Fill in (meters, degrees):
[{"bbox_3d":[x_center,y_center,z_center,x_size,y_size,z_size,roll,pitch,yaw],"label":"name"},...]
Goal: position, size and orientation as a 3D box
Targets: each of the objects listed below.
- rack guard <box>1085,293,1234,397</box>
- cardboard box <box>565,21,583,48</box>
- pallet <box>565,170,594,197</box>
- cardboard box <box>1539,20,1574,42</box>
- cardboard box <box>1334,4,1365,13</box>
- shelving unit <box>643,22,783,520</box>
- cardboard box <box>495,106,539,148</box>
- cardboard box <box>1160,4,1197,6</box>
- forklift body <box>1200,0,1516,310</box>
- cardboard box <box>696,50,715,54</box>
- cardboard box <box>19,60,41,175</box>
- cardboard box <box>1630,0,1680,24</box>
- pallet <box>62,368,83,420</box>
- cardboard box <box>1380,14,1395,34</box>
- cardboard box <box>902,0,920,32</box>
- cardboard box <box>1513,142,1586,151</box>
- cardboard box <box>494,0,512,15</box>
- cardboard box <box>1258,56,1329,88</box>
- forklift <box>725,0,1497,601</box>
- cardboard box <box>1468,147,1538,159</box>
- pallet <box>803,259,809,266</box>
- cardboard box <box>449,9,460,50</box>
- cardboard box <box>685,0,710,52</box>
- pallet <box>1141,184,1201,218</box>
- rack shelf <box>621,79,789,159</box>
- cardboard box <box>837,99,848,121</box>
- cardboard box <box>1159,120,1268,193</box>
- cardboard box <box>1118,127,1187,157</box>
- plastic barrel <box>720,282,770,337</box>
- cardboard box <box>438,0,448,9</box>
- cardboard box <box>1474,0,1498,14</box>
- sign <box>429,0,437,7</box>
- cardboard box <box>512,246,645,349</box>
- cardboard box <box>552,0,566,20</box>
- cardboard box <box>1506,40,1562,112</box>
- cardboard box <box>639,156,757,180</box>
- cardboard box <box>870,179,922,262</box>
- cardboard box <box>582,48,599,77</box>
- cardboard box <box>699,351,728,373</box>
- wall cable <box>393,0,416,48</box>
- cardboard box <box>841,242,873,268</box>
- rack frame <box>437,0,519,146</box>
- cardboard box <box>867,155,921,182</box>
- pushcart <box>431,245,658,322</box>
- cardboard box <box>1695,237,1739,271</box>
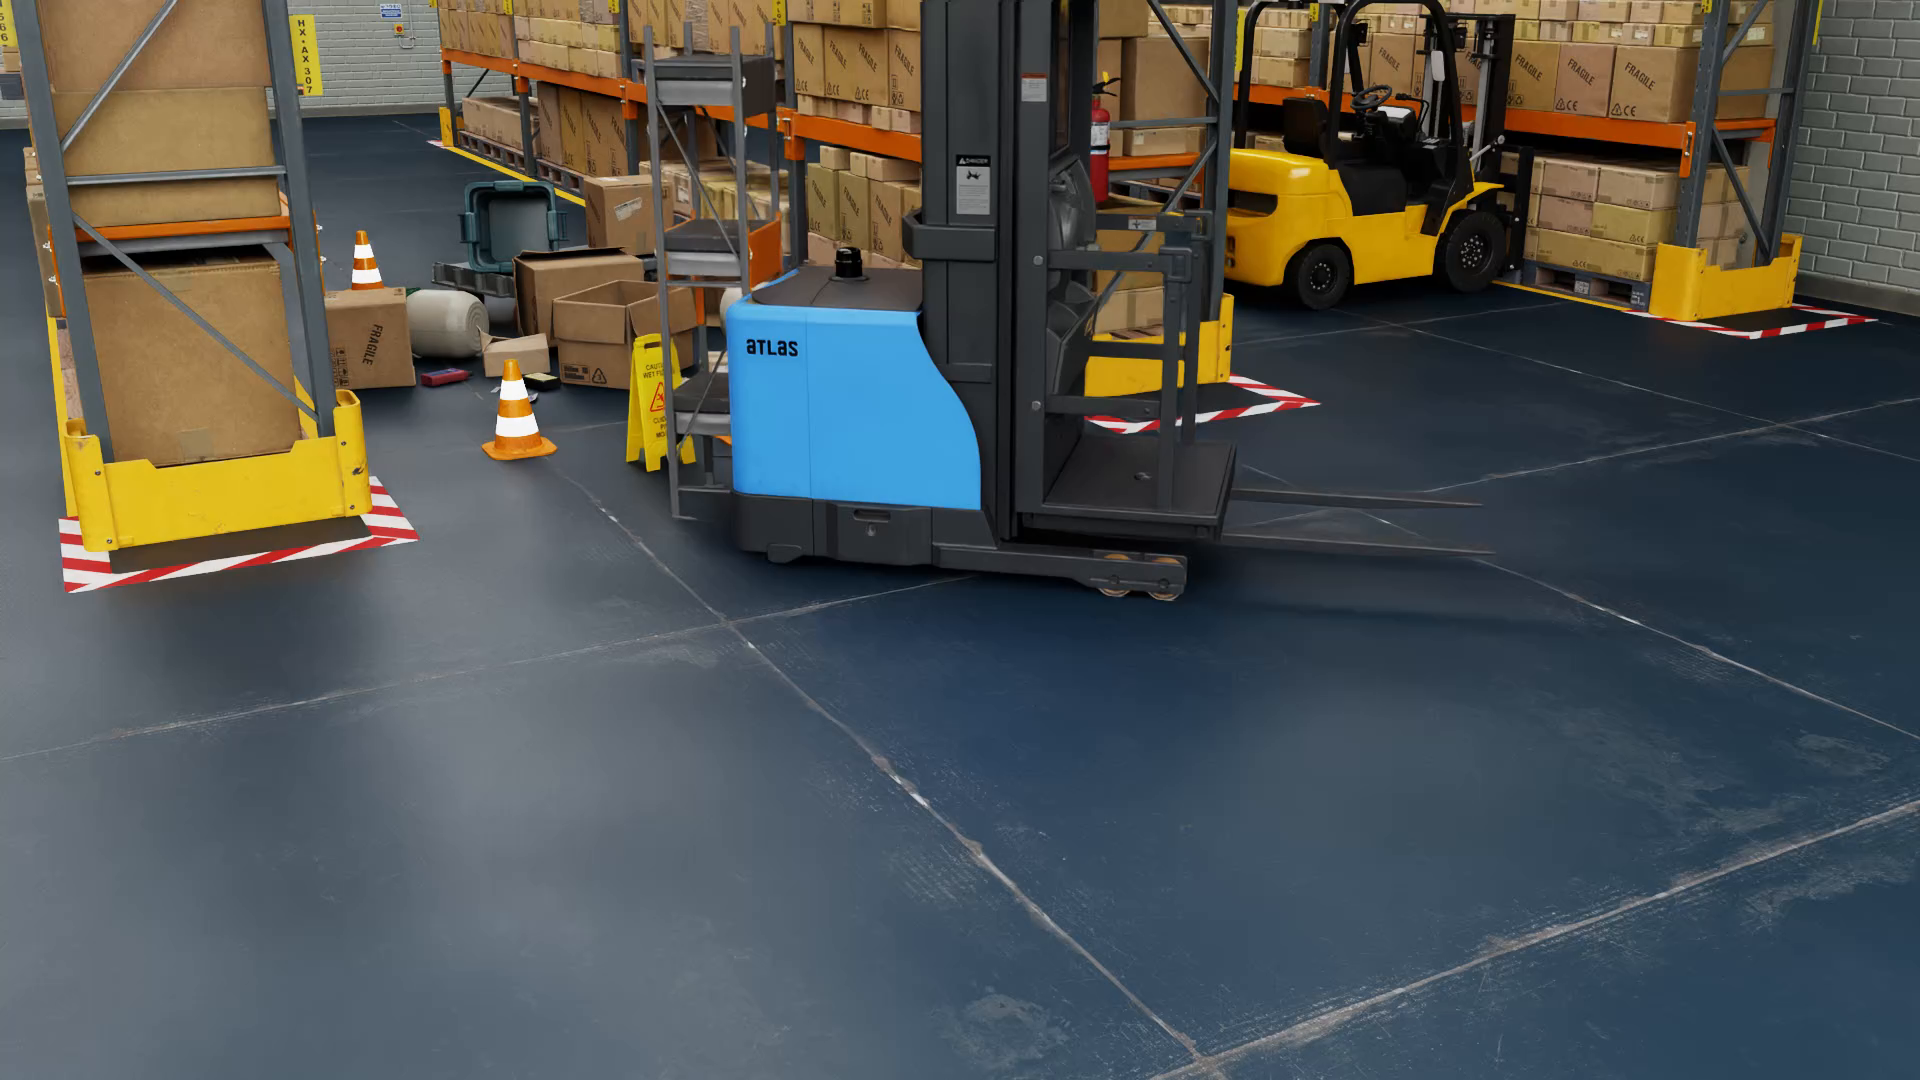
[{"bbox_3d":[1.031,-1.142,9.676,1.175,0.500,0.348,-10,21,-27],"label":"rack guard"},{"bbox_3d":[-3.693,-5.154,16.934,0.500,0.250,0.500,-11,22,-28],"label":"cardboard box"},{"bbox_3d":[-3.615,-3.868,18.018,1.003,0.211,1.213,-10,21,-27],"label":"pallet"},{"bbox_3d":[4.530,-3.777,12.331,0.380,0.149,0.250,-11,22,-28],"label":"cardboard box"},{"bbox_3d":[3.425,-4.577,14.195,0.380,0.149,0.250,-10,21,-26],"label":"cardboard box"},{"bbox_3d":[-1.040,-1.156,7.263,0.431,2.100,0.503,3,19,9],"label":"shelving unit"},{"bbox_3d":[-5.260,-5.188,20.852,0.875,0.438,0.875,-11,22,-28],"label":"cardboard box"},{"bbox_3d":[2.260,-5.519,17.379,0.380,0.149,0.250,-10,21,-27],"label":"cardboard box"},{"bbox_3d":[2.928,-2.933,12.333,2.313,2.155,1.214,-10,21,-27],"label":"forklift body"},{"bbox_3d":[-2.016,-4.085,14.113,0.380,0.149,0.250,-9,21,-25],"label":"cardboard box"},{"bbox_3d":[-4.521,-2.294,8.951,0.875,0.550,0.550,-10,21,-27],"label":"cardboard box"},{"bbox_3d":[4.934,-3.703,11.660,0.380,0.149,0.250,-10,21,-27],"label":"cardboard box"},{"bbox_3d":[-4.265,-0.756,8.997,1.003,0.211,1.213,-10,21,-27],"label":"pallet"},{"bbox_3d":[3.727,-4.298,13.839,0.380,0.149,0.250,-10,21,-27],"label":"cardboard box"},{"bbox_3d":[0.066,-3.353,10.106,0.700,0.500,0.500,-10,22,-27],"label":"cardboard box"},{"bbox_3d":[4.667,-3.047,13.402,0.500,0.250,0.500,-10,22,-28],"label":"cardboard box"},{"bbox_3d":[-5.098,-6.360,19.277,0.500,0.500,0.500,-10,21,-27],"label":"cardboard box"},{"bbox_3d":[3.065,-4.254,15.090,0.500,0.250,0.500,-9,21,-25],"label":"cardboard box"},{"bbox_3d":[0.632,-1.340,6.520,3.031,2.935,1.130,4,19,12],"label":"forklift"},{"bbox_3d":[4.211,-2.963,13.158,0.500,0.250,0.500,-10,22,-28],"label":"cardboard box"},{"bbox_3d":[-0.482,-1.945,12.444,1.003,0.211,1.213,-10,21,-27],"label":"pallet"},{"bbox_3d":[-6.290,-6.619,21.563,0.500,0.500,0.500,-10,22,-27],"label":"cardboard box"},{"bbox_3d":[-1.979,-4.375,13.960,0.500,0.500,0.500,-11,22,-29],"label":"cardboard box"},{"bbox_3d":[2.567,-3.458,16.830,1.003,0.211,1.213,-10,21,-27],"label":"pallet"},{"bbox_3d":[-1.782,-3.685,14.314,1.077,0.370,4.000,-10,21,-27],"label":"rack shelf"},{"bbox_3d":[-0.646,-3.056,11.773,0.380,0.149,0.250,-10,21,-27],"label":"cardboard box"},{"bbox_3d":[2.556,-3.884,16.785,0.875,0.625,0.625,-11,22,-29],"label":"cardboard box"},{"bbox_3d":[1.088,-2.313,9.621,0.380,0.149,0.250,-10,21,-26],"label":"cardboard box"},{"bbox_3d":[-1.246,-1.443,10.664,0.512,0.421,0.421,4,19,11],"label":"plastic barrel"},{"bbox_3d":[-6.553,-7.233,21.809,0.500,0.500,0.500,-11,22,-28],"label":"cardboard box"},{"bbox_3d":[4.240,-4.151,12.959,0.380,0.149,0.250,-10,21,-26],"label":"cardboard box"},{"bbox_3d":[-7.022,-7.258,22.117,0.100,0.325,0.005,-10,21,-27],"label":"sign"},{"bbox_3d":[-2.446,-1.566,10.689,0.797,0.637,0.503,-10,21,-27],"label":"cardboard box"},{"bbox_3d":[-3.922,-5.663,17.257,0.500,0.500,0.500,-10,22,-28],"label":"cardboard box"},{"bbox_3d":[4.487,-3.517,12.573,0.500,0.500,0.500,-10,22,-28],"label":"cardboard box"},{"bbox_3d":[-2.472,-3.391,15.746,0.950,0.372,0.625,-12,22,-30],"label":"cardboard box"},{"bbox_3d":[-0.280,-2.192,11.306,0.500,0.500,0.500,-9,21,-24],"label":"cardboard box"},{"bbox_3d":[-3.457,-4.777,16.607,0.500,0.250,0.500,-10,21,-26],"label":"cardboard box"},{"bbox_3d":[-1.332,-1.018,9.853,0.380,0.149,0.250,1,19,2],"label":"cardboard box"},{"bbox_3d":[-9.228,-9.005,27.025,0.585,1.953,0.123,-10,21,-27],"label":"wall cable"},{"bbox_3d":[-0.526,-1.987,11.861,0.500,0.250,0.500,-9,21,-24],"label":"cardboard box"},{"bbox_3d":[-6.530,-6.895,22.516,1.000,3.000,0.127,-10,21,-27],"label":"rack frame"},{"bbox_3d":[-0.407,-2.530,11.292,0.380,0.149,0.250,-9,21,-24],"label":"cardboard box"},{"bbox_3d":[-2.815,-1.843,11.895,0.936,0.377,1.648,16,25,39],"label":"pushcart"},{"bbox_3d":[5.373,-2.142,12.312,0.500,0.250,0.500,-10,21,-26],"label":"cardboard box"}]
